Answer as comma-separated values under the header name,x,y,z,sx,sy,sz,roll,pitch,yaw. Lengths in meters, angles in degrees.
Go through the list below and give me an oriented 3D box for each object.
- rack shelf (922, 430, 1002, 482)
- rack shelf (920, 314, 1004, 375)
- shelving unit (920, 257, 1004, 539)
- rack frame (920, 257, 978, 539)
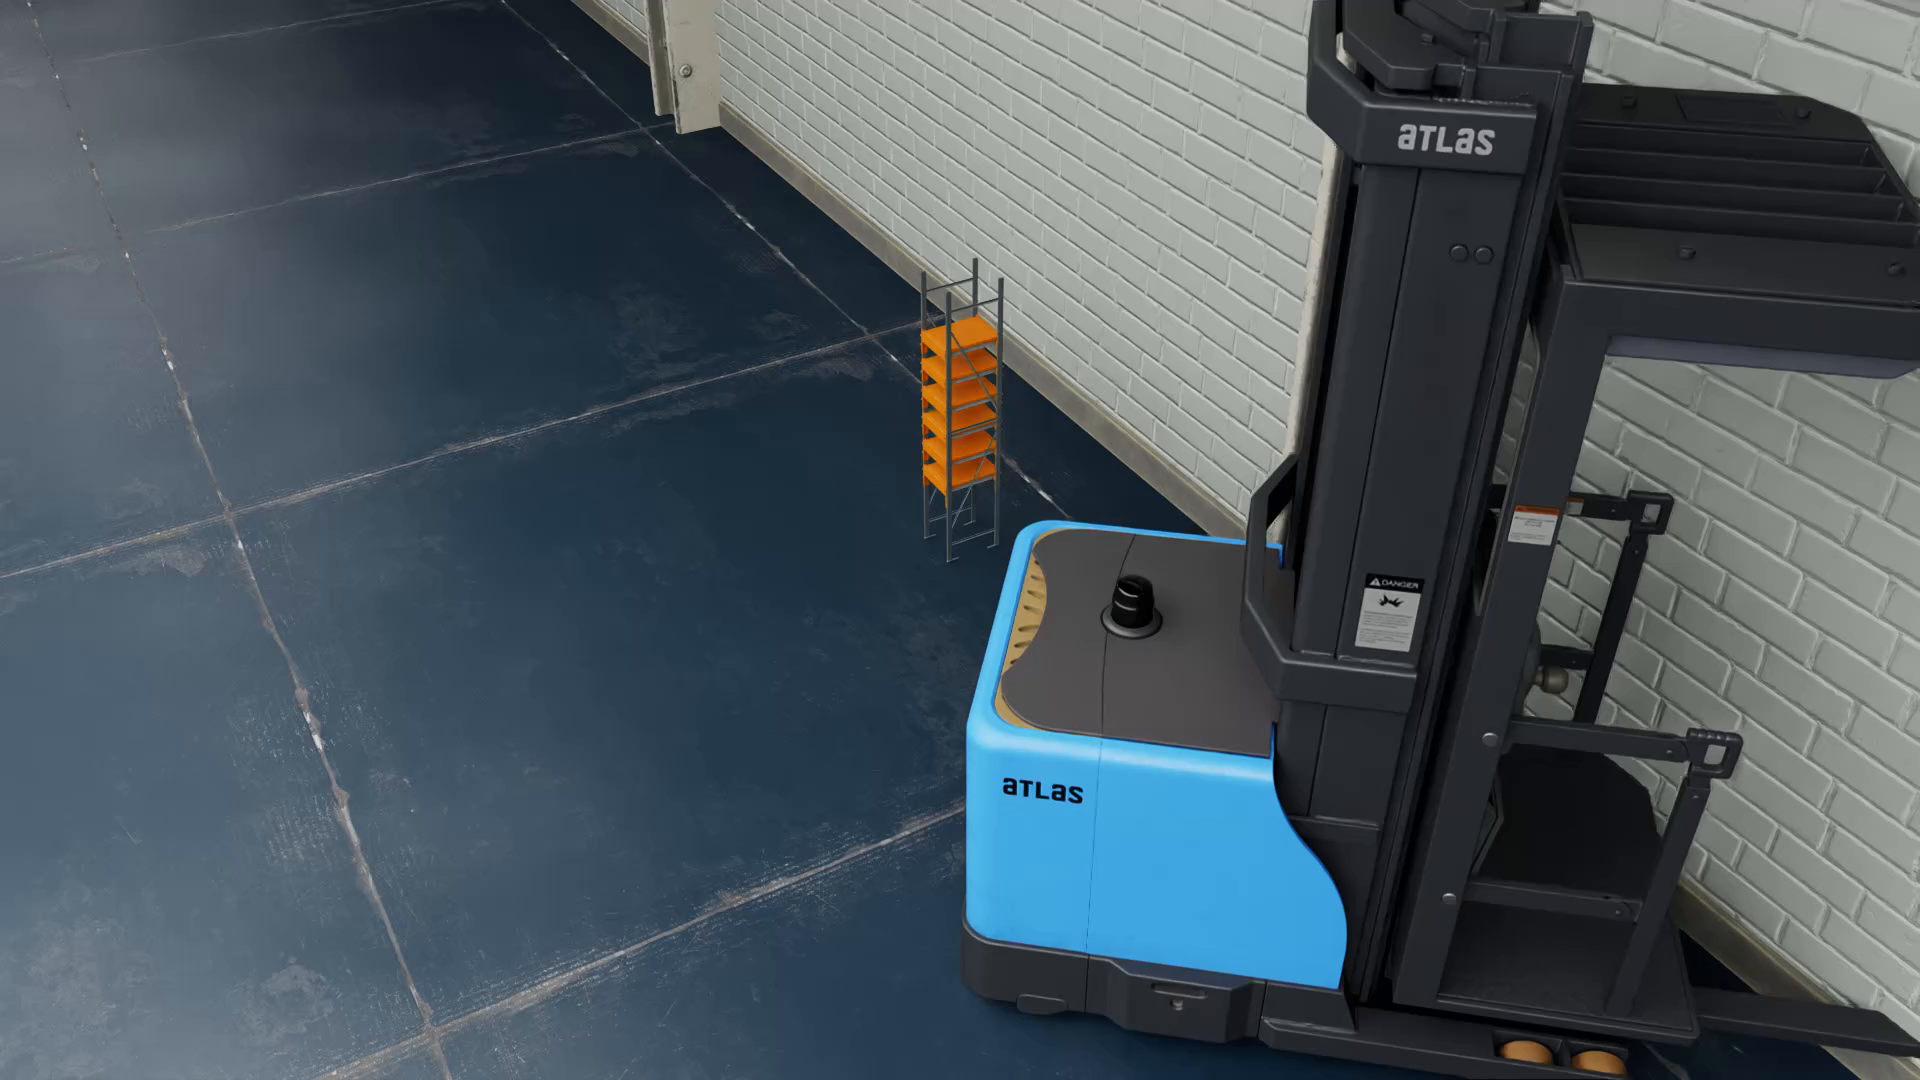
name,x,y,z,sx,sy,sz,roll,pitch,yaw
rack shelf,0.007,-0.344,6.483,0.258,0.103,0.180,-19,40,-24
rack shelf,0.007,-0.732,6.200,0.258,0.103,0.180,-19,40,-24
shelving unit,-7.825,-5.445,12.679,5.752,1.800,21.905,-19,40,-24
rack frame,-0.039,-0.524,6.450,0.240,1.200,0.006,-19,40,-24
